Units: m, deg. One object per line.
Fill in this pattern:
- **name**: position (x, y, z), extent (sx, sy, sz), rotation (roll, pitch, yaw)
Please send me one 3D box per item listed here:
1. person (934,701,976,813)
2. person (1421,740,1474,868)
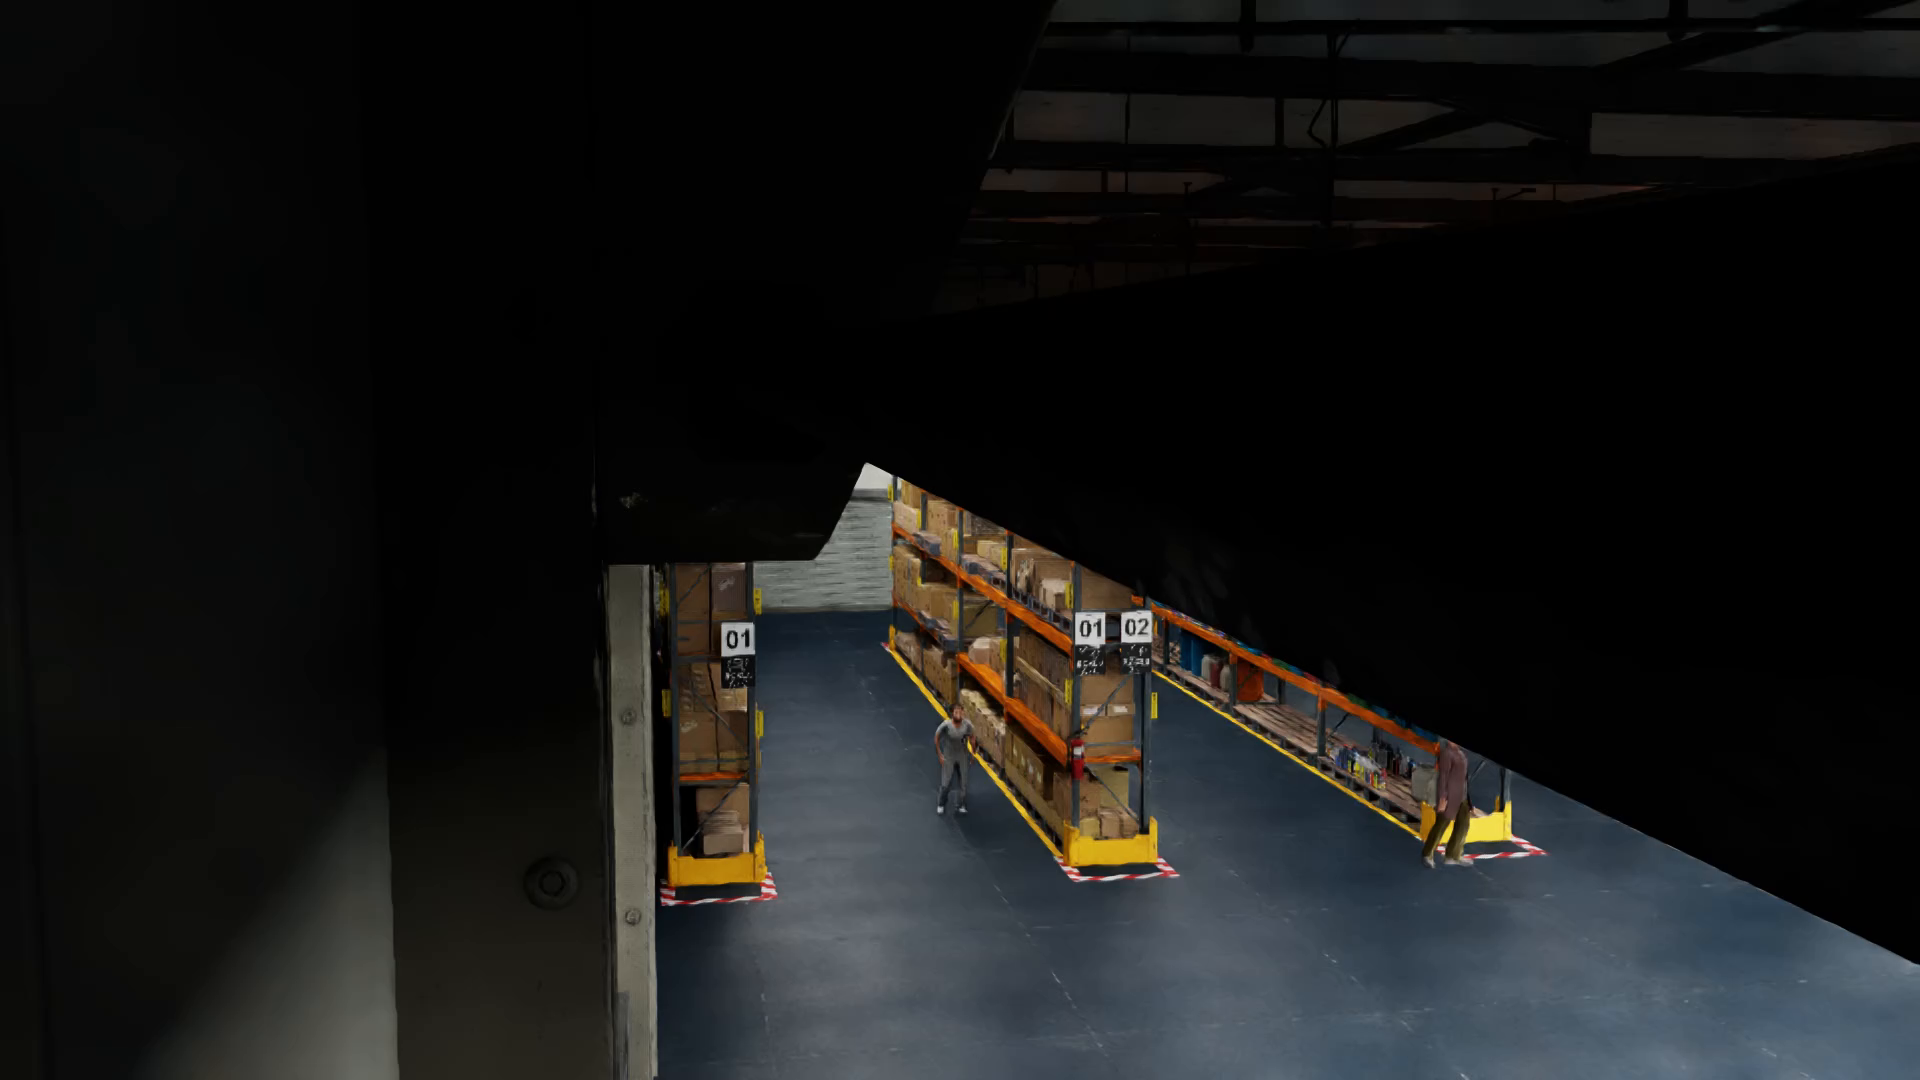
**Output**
- **person**: position (-0.078, 3.029, 23.198), extent (0.565, 1.618, 0.507), rotation (-1, 6, -12)
- **person**: position (6.095, 3.216, 20.806), extent (0.553, 1.763, 0.699), rotation (5, 8, 38)
